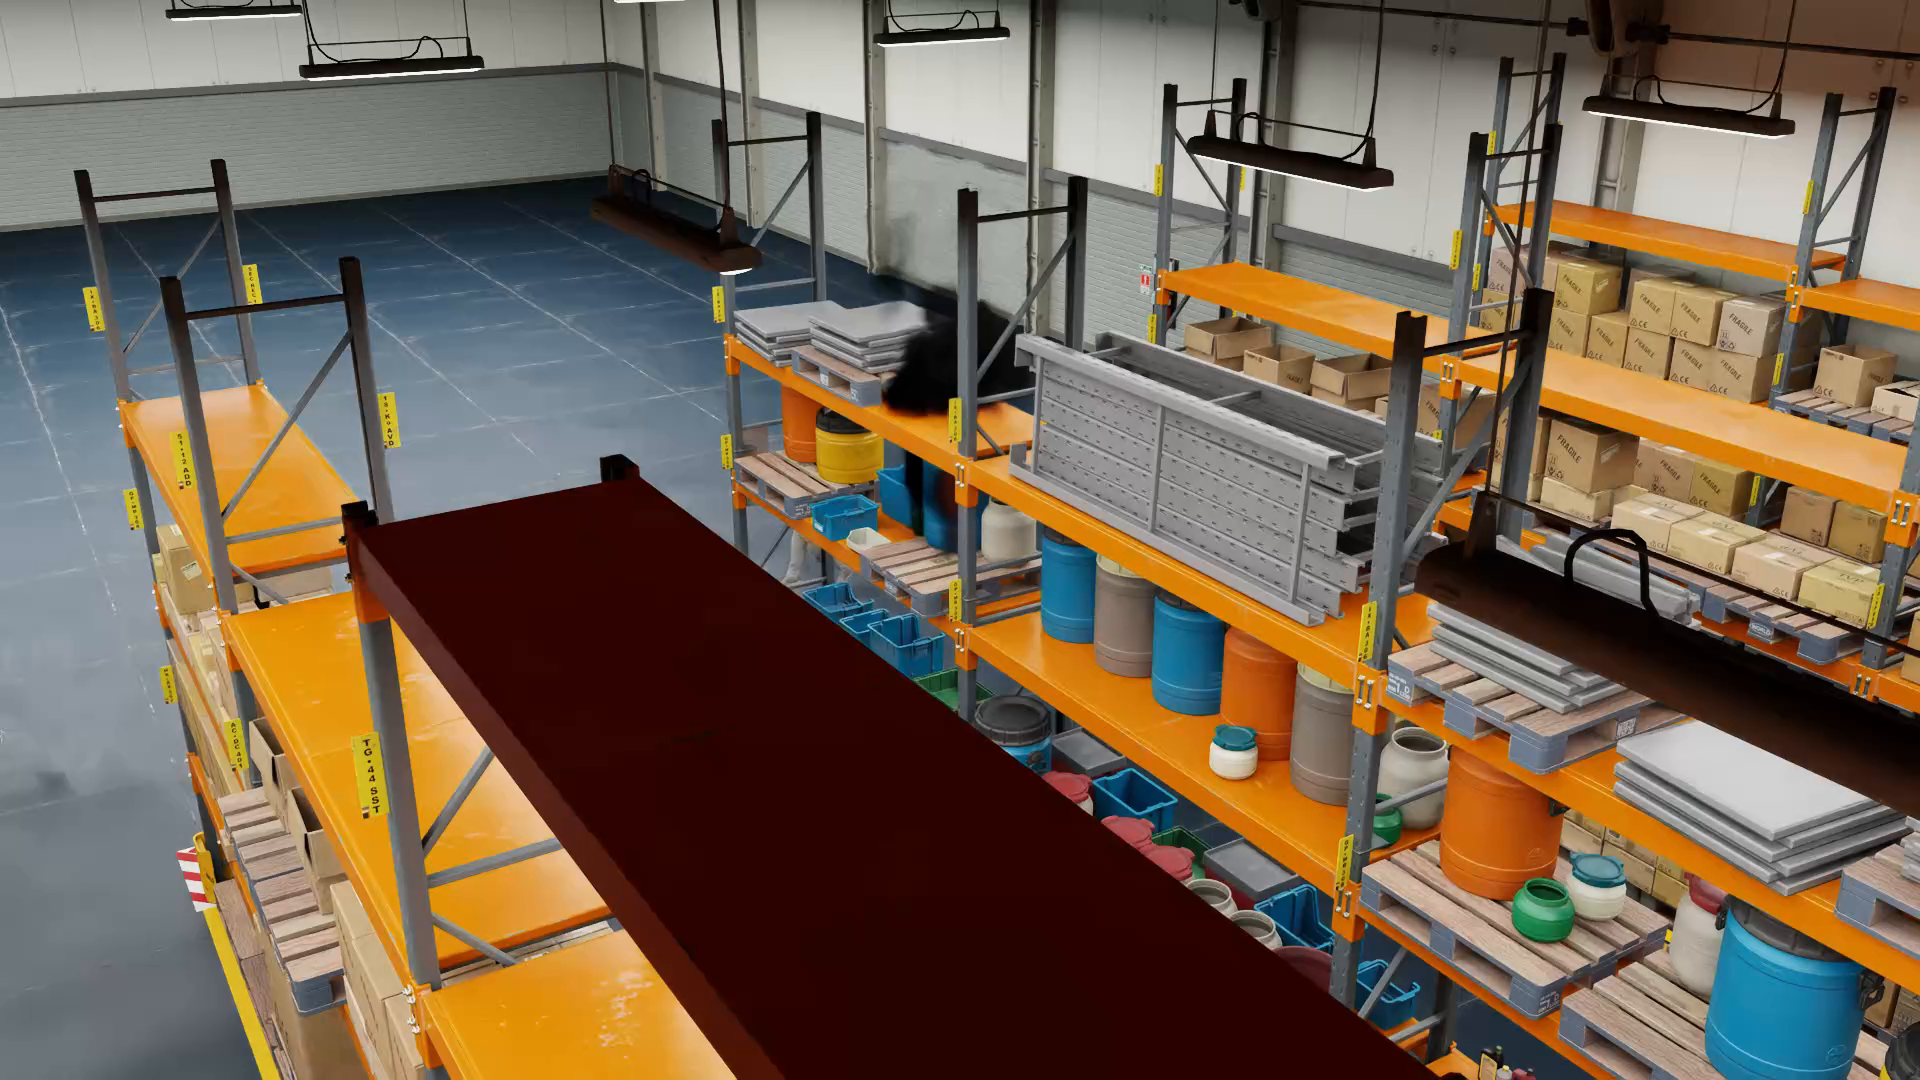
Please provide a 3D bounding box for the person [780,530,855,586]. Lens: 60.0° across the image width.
[{"bbox_3d":[-1.754,-0.259,19.601,0.969,1.766,0.663,-4,22,-9],"label":"person"}]
